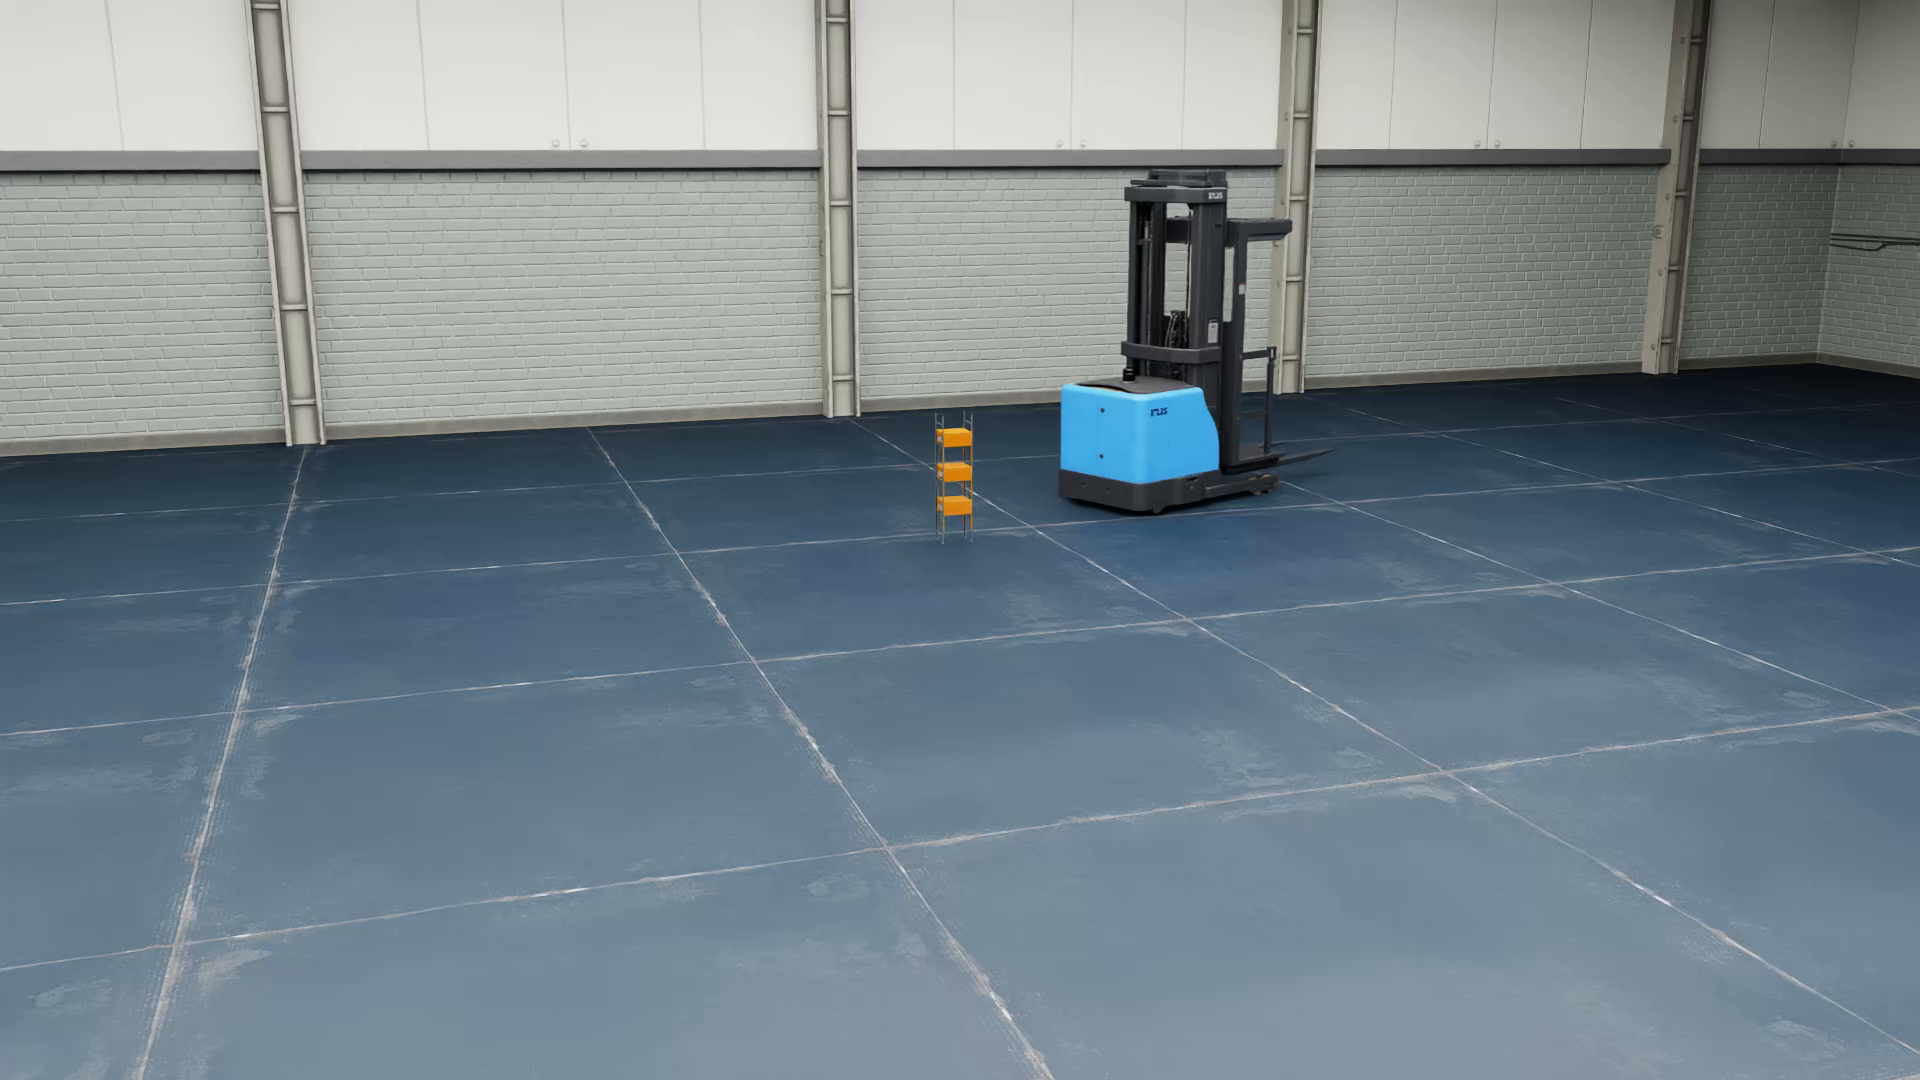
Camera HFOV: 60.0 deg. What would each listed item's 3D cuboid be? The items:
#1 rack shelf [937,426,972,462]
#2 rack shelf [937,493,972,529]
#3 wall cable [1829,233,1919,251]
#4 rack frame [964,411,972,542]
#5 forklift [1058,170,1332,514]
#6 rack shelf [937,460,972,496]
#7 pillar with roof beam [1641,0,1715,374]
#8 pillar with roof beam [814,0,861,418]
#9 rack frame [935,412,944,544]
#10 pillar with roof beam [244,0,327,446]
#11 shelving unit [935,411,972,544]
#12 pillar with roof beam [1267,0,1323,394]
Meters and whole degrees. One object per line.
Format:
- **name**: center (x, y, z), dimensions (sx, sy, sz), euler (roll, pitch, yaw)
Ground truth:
- **rack shelf**: center (-0.051, -0.773, 13.441), dimensions (0.240, 0.259, 0.215), euler (-4, 14, -18)
- **rack shelf**: center (-0.051, -0.226, 13.571), dimensions (0.240, 0.259, 0.215), euler (-4, 14, -18)
- **wall cable**: center (13.165, -5.182, 22.693), dimensions (0.112, 2.526, 3.097), euler (-4, 14, -18)
- **rack frame**: center (0.065, -0.516, 13.543), dimensions (0.008, 1.050, 0.200), euler (-4, 14, -18)
- **forklift**: center (2.326, -1.919, 15.378), dimensions (3.031, 2.935, 1.130), euler (-12, 18, -40)
- **rack shelf**: center (-0.051, -0.497, 13.507), dimensions (0.240, 0.259, 0.215), euler (-4, 14, -18)
- **pillar with roof beam**: center (11.324, -5.821, 18.669), dimensions (0.400, 9.000, 9.100), euler (-4, 14, -18)
- **pillar with roof beam**: center (-0.049, -4.936, 14.946), dimensions (0.400, 9.000, 9.100), euler (-4, 14, -18)
- **rack frame**: center (-0.166, -0.498, 13.467), dimensions (0.008, 1.050, 0.200), euler (-4, 14, -18)
- **pillar with roof beam**: center (-5.736, -4.493, 13.084), dimensions (0.400, 9.000, 9.100), euler (-4, 14, -18)
- **shelving unit**: center (-0.051, -0.507, 13.505), dimensions (0.252, 1.050, 0.215), euler (-4, 14, -18)
- **pillar with roof beam**: center (5.637, -5.378, 16.808), dimensions (0.400, 9.000, 9.100), euler (-4, 14, -18)
